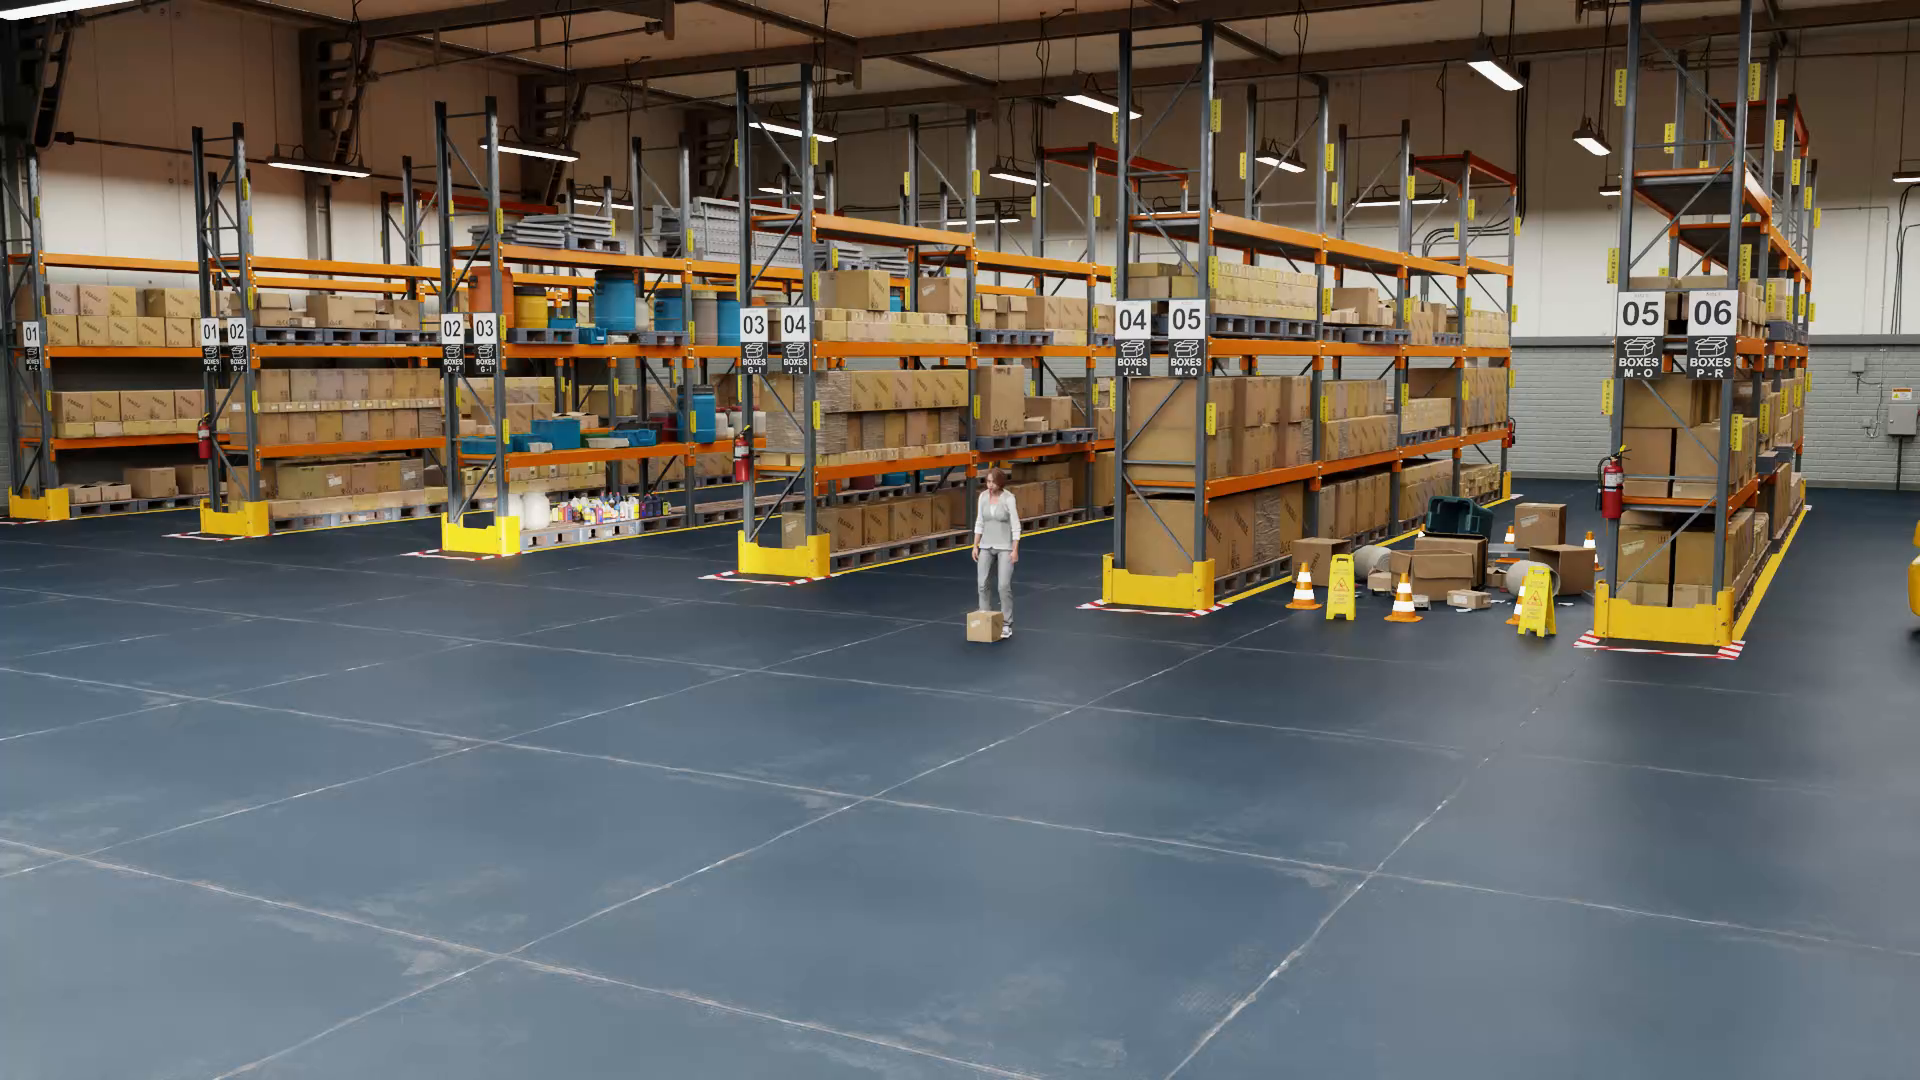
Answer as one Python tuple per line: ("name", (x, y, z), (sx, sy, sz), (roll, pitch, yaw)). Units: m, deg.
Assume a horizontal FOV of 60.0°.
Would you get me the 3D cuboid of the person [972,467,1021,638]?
("person", (0.338, 0.110, 15.550), (0.476, 1.592, 0.348), (3, 7, 27))
